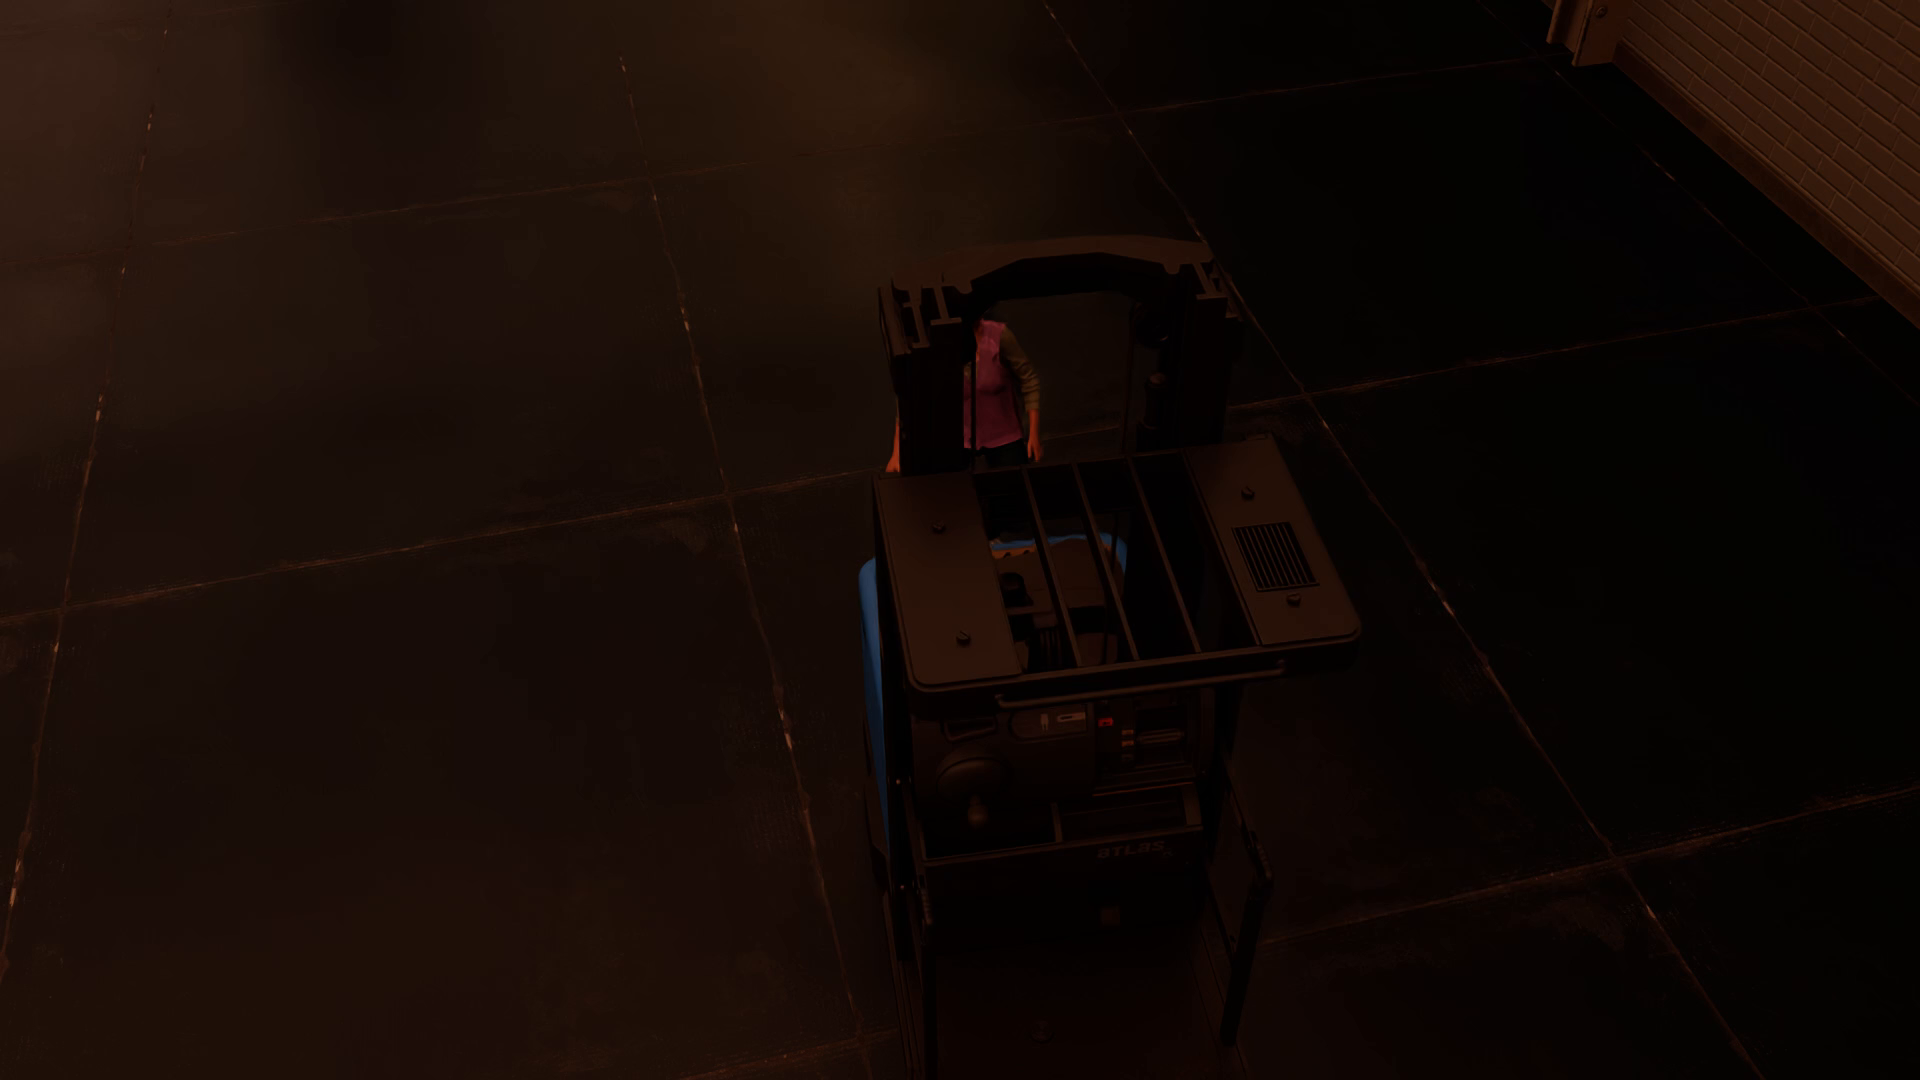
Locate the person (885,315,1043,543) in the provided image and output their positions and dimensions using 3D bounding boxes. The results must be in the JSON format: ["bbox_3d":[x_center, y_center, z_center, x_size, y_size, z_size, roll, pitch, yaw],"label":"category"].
[{"bbox_3d":[0.018,-0.403,7.121,0.669,1.480,0.517,0,43,0],"label":"person"}]

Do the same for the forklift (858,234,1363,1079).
[{"bbox_3d":[0.352,0.723,4.880,1.130,2.935,3.031,-6,44,-7],"label":"forklift"}]
